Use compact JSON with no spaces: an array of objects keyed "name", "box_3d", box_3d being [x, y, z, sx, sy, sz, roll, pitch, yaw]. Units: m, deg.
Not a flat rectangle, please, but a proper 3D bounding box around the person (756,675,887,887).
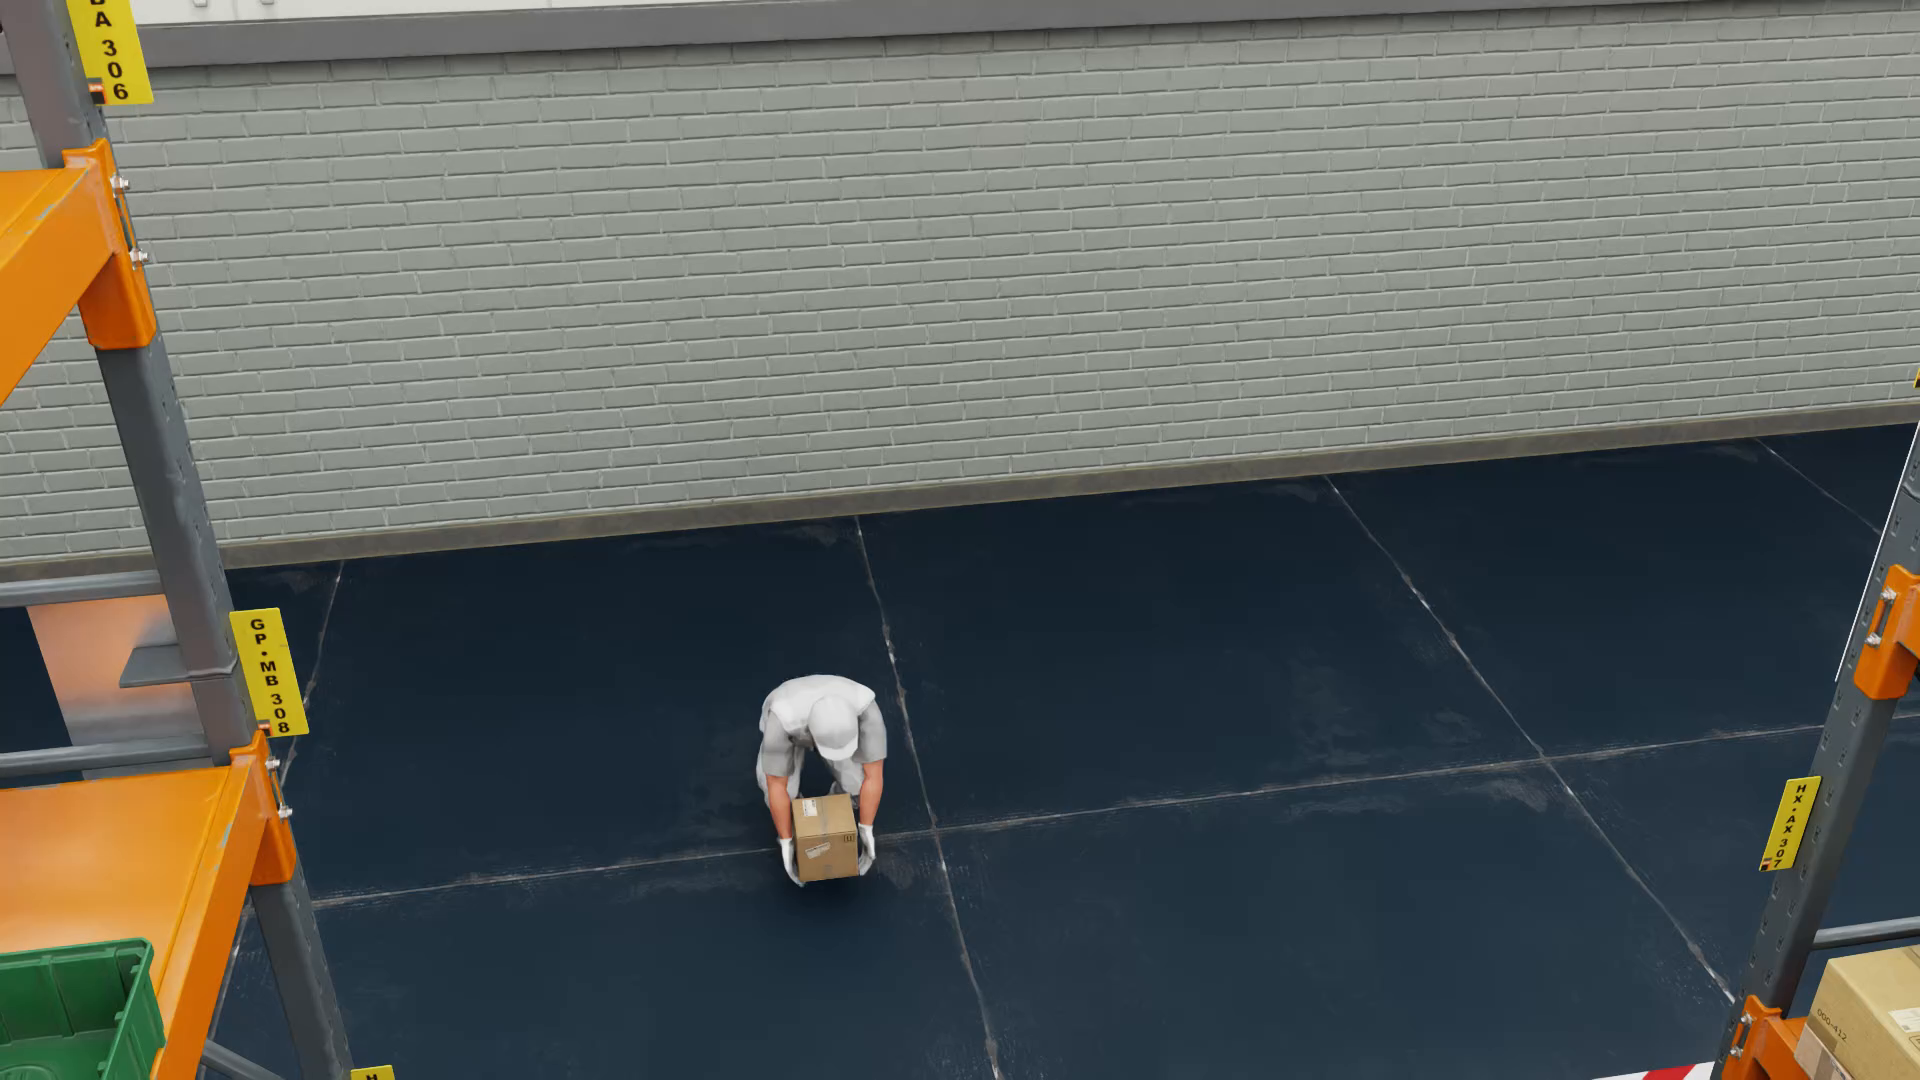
[{"name":"person","box_3d":[-0.617,0.945,7.299,0.560,0.993,0.895,-5,31,-9]}]
